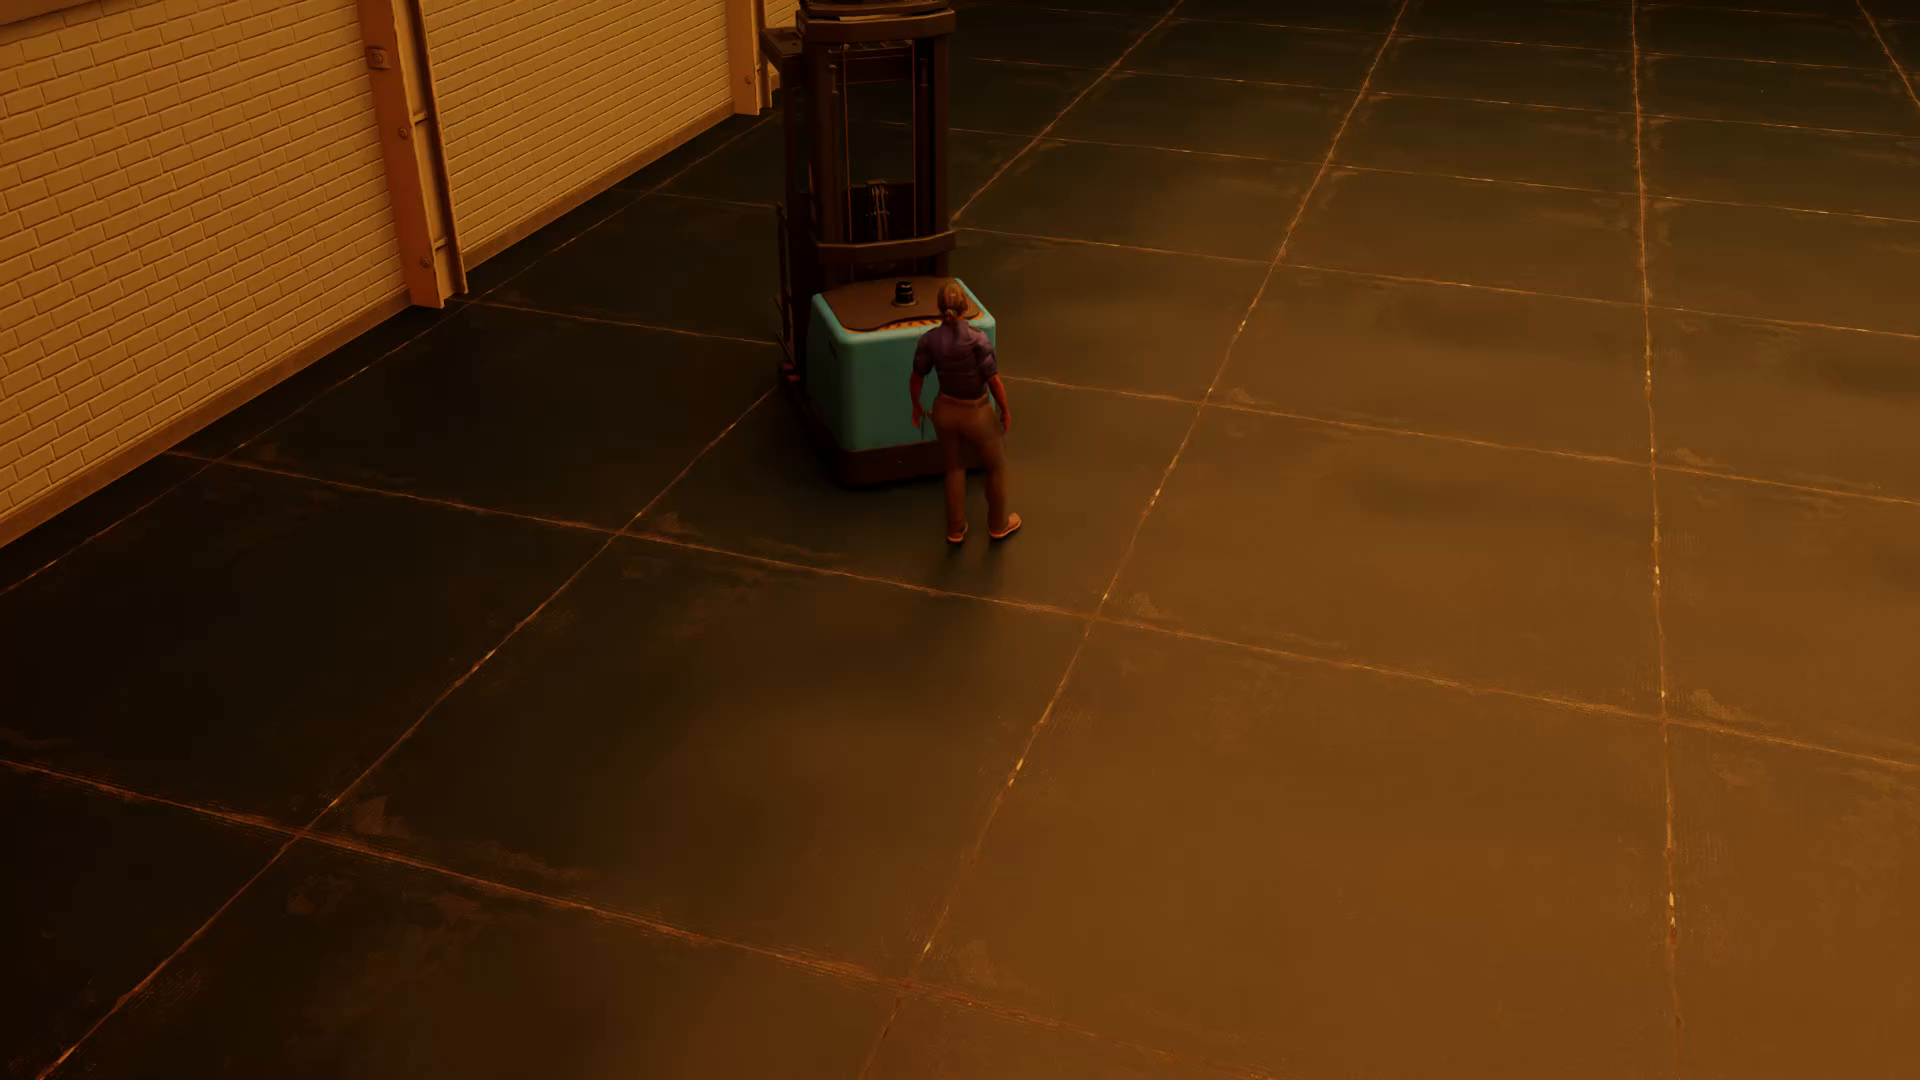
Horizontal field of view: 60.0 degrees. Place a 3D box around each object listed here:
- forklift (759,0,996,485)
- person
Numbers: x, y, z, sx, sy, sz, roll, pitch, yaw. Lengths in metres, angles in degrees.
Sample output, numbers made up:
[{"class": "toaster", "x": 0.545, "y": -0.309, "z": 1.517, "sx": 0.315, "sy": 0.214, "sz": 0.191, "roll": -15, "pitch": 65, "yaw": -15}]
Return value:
[{"class": "forklift", "x": -0.683, "y": -2.339, "z": 11.240, "sx": 1.130, "sy": 2.935, "sz": 3.031, "roll": -9, "pitch": 31, "yaw": -15}, {"class": "person", "x": 0.018, "y": -0.762, "z": 9.784, "sx": 0.626, "sy": 1.650, "sz": 0.501, "roll": 10, "pitch": 31, "yaw": 16}]
